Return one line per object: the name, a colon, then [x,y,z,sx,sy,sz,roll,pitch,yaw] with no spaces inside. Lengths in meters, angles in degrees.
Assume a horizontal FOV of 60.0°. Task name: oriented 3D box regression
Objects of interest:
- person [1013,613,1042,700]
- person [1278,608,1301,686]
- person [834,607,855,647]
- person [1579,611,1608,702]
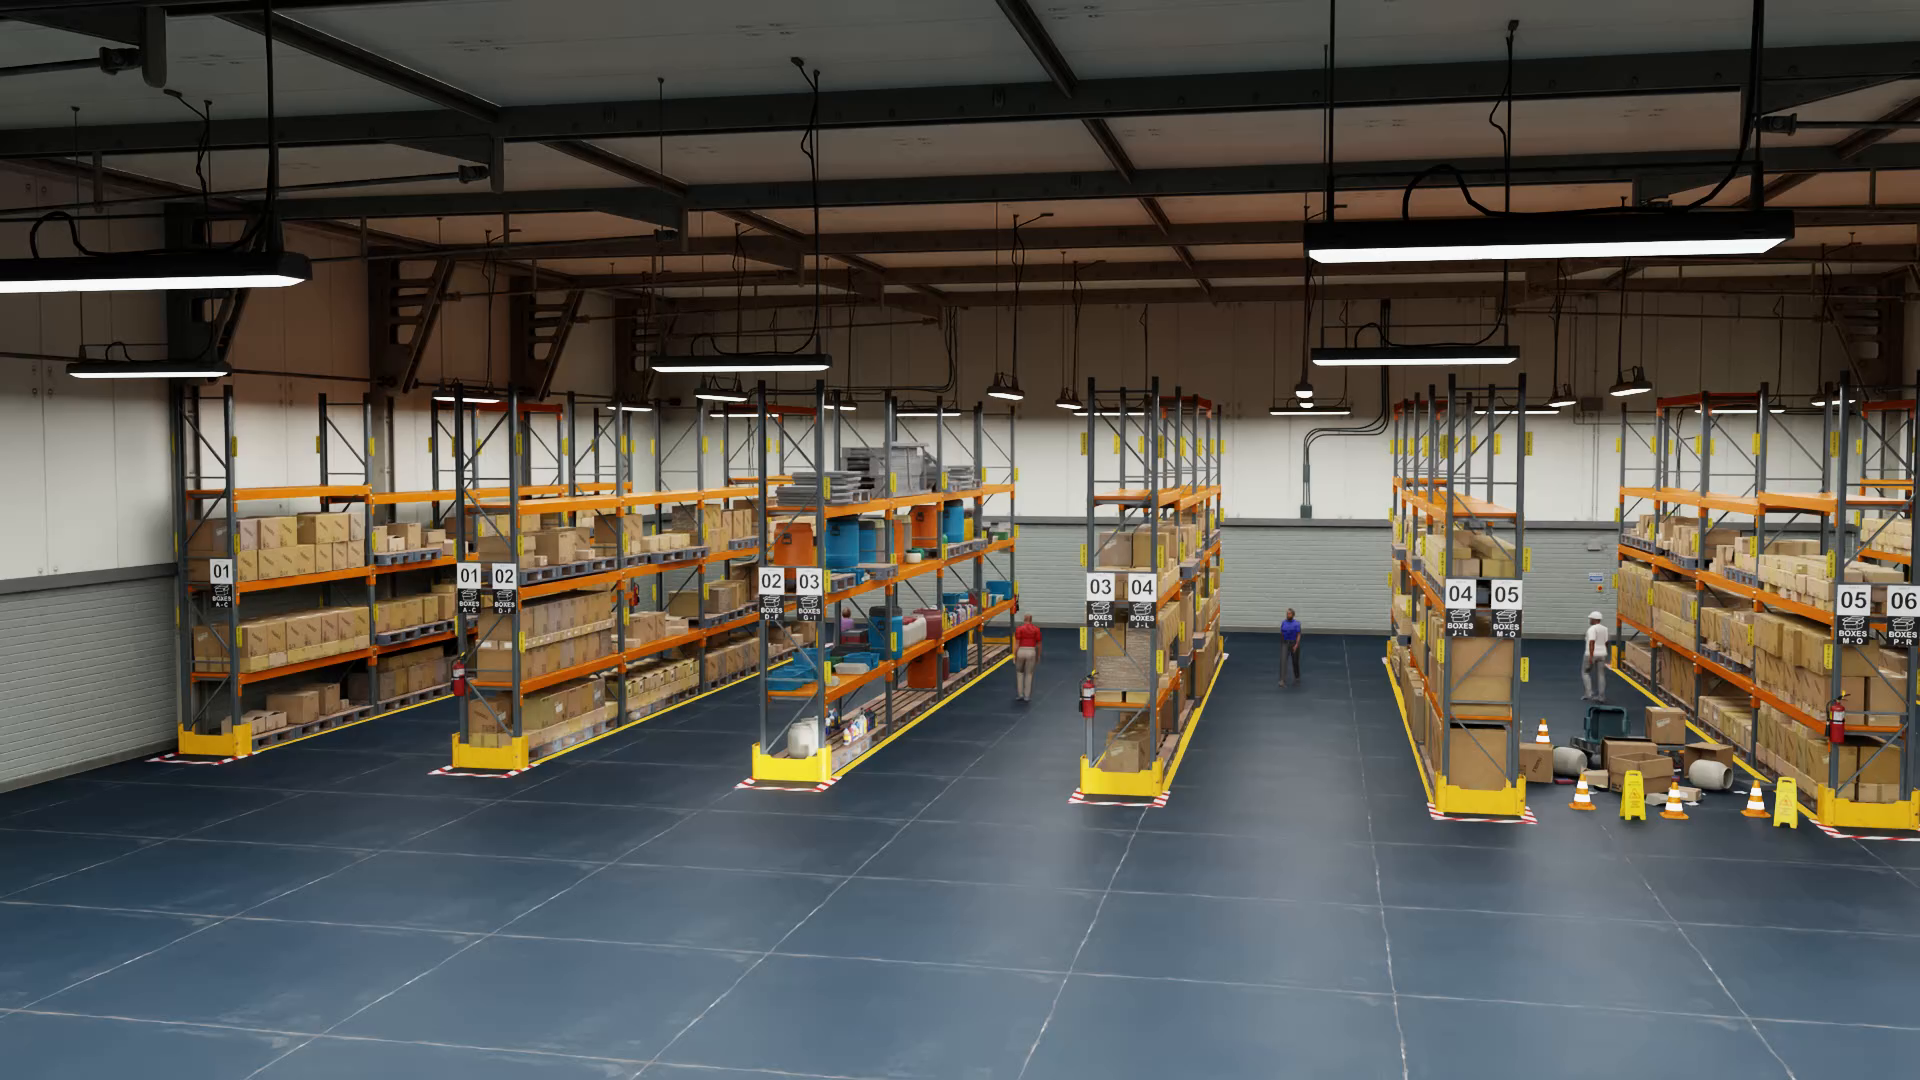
person: [1.334,2.340,32.835,0.550,1.780,0.599,0,3,6]
person: [6.922,2.232,34.841,0.452,1.594,0.987,2,4,25]
person: [-2.452,2.225,35.230,0.484,1.598,0.358,0,3,5]
person: [12.550,2.303,32.697,0.545,1.786,0.552,0,3,-9]
